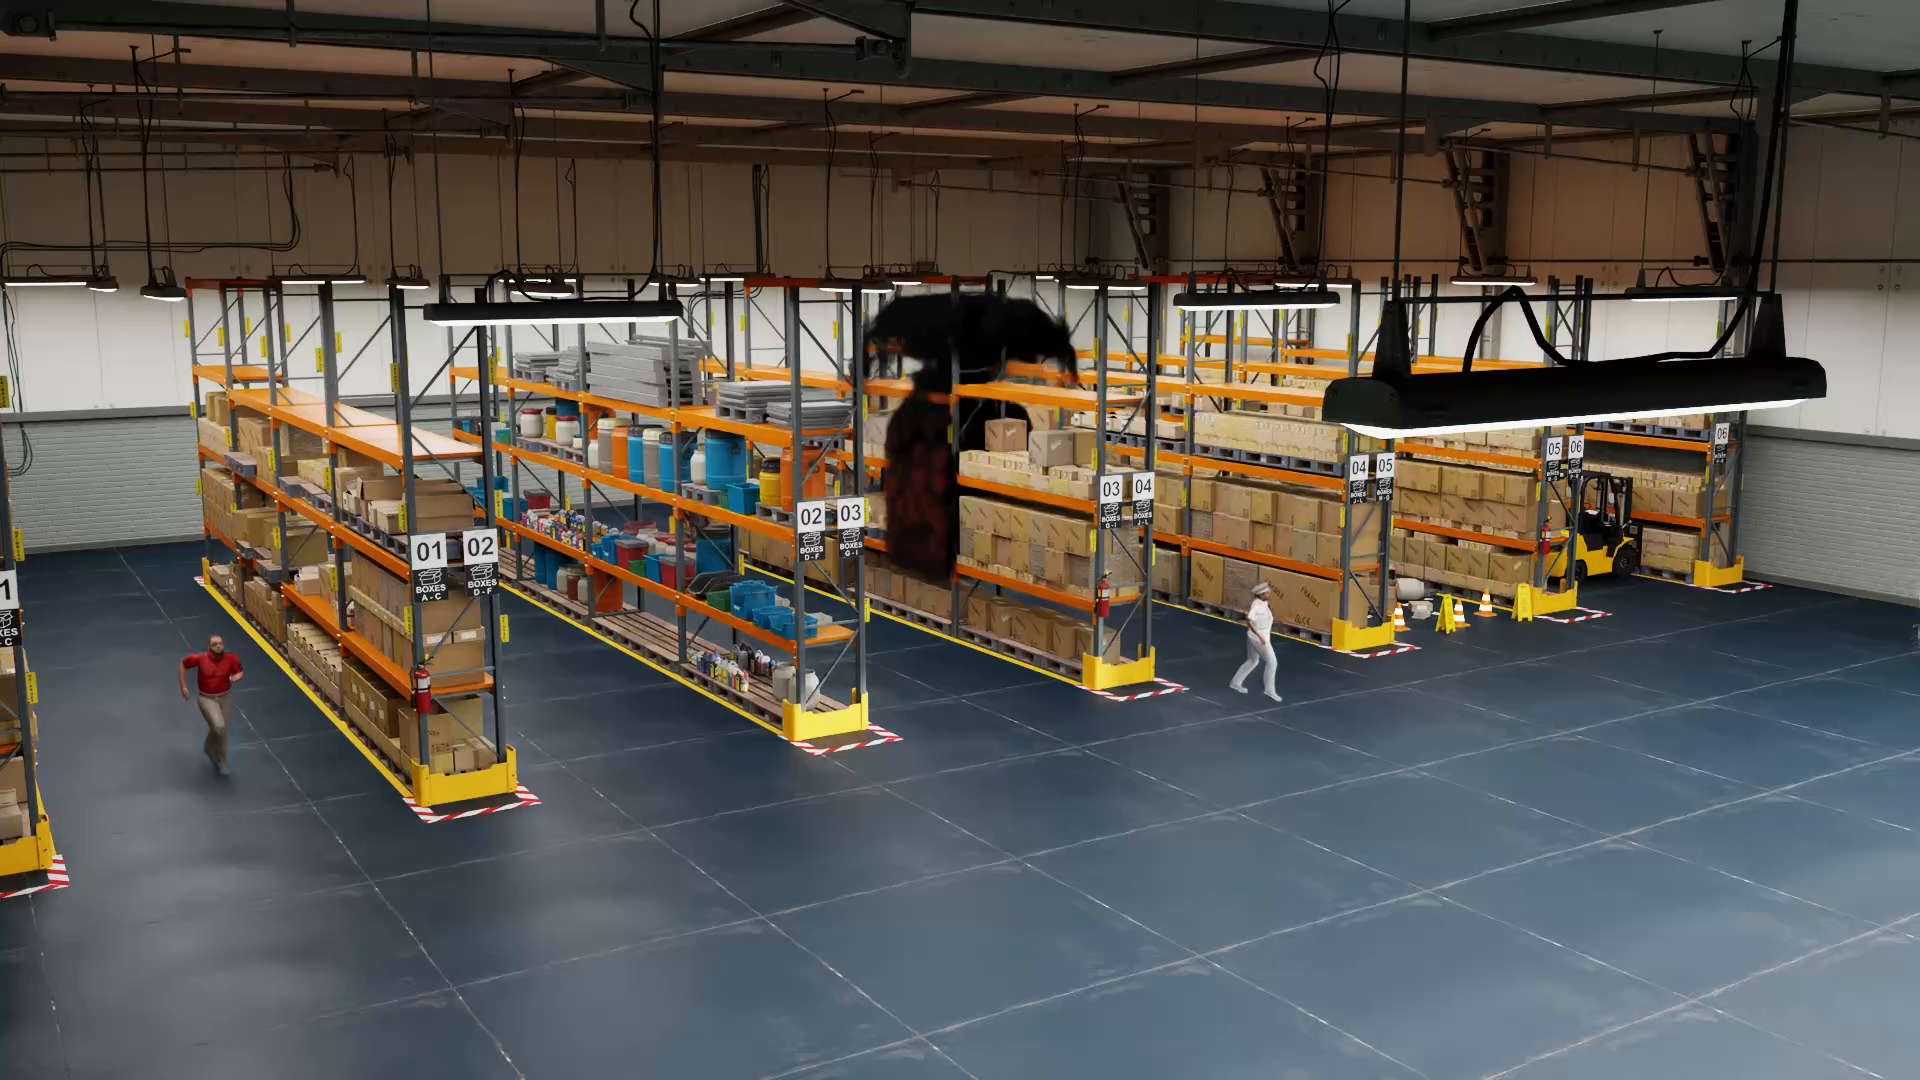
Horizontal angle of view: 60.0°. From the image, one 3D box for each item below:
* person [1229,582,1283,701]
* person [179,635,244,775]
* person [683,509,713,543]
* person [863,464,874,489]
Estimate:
[{"bbox_3d":[4.276,1.456,23.804,0.726,1.748,0.581,0,10,-2],"label":"person"},{"bbox_3d":[-9.323,2.041,20.809,0.861,1.779,0.686,9,13,44],"label":"person"},{"bbox_3d":[-5.080,-0.192,32.472,0.692,1.809,0.950,-6,11,-30],"label":"person"},{"bbox_3d":[-2.417,-1.492,42.095,0.665,1.569,0.792,0,10,-2],"label":"person"}]
